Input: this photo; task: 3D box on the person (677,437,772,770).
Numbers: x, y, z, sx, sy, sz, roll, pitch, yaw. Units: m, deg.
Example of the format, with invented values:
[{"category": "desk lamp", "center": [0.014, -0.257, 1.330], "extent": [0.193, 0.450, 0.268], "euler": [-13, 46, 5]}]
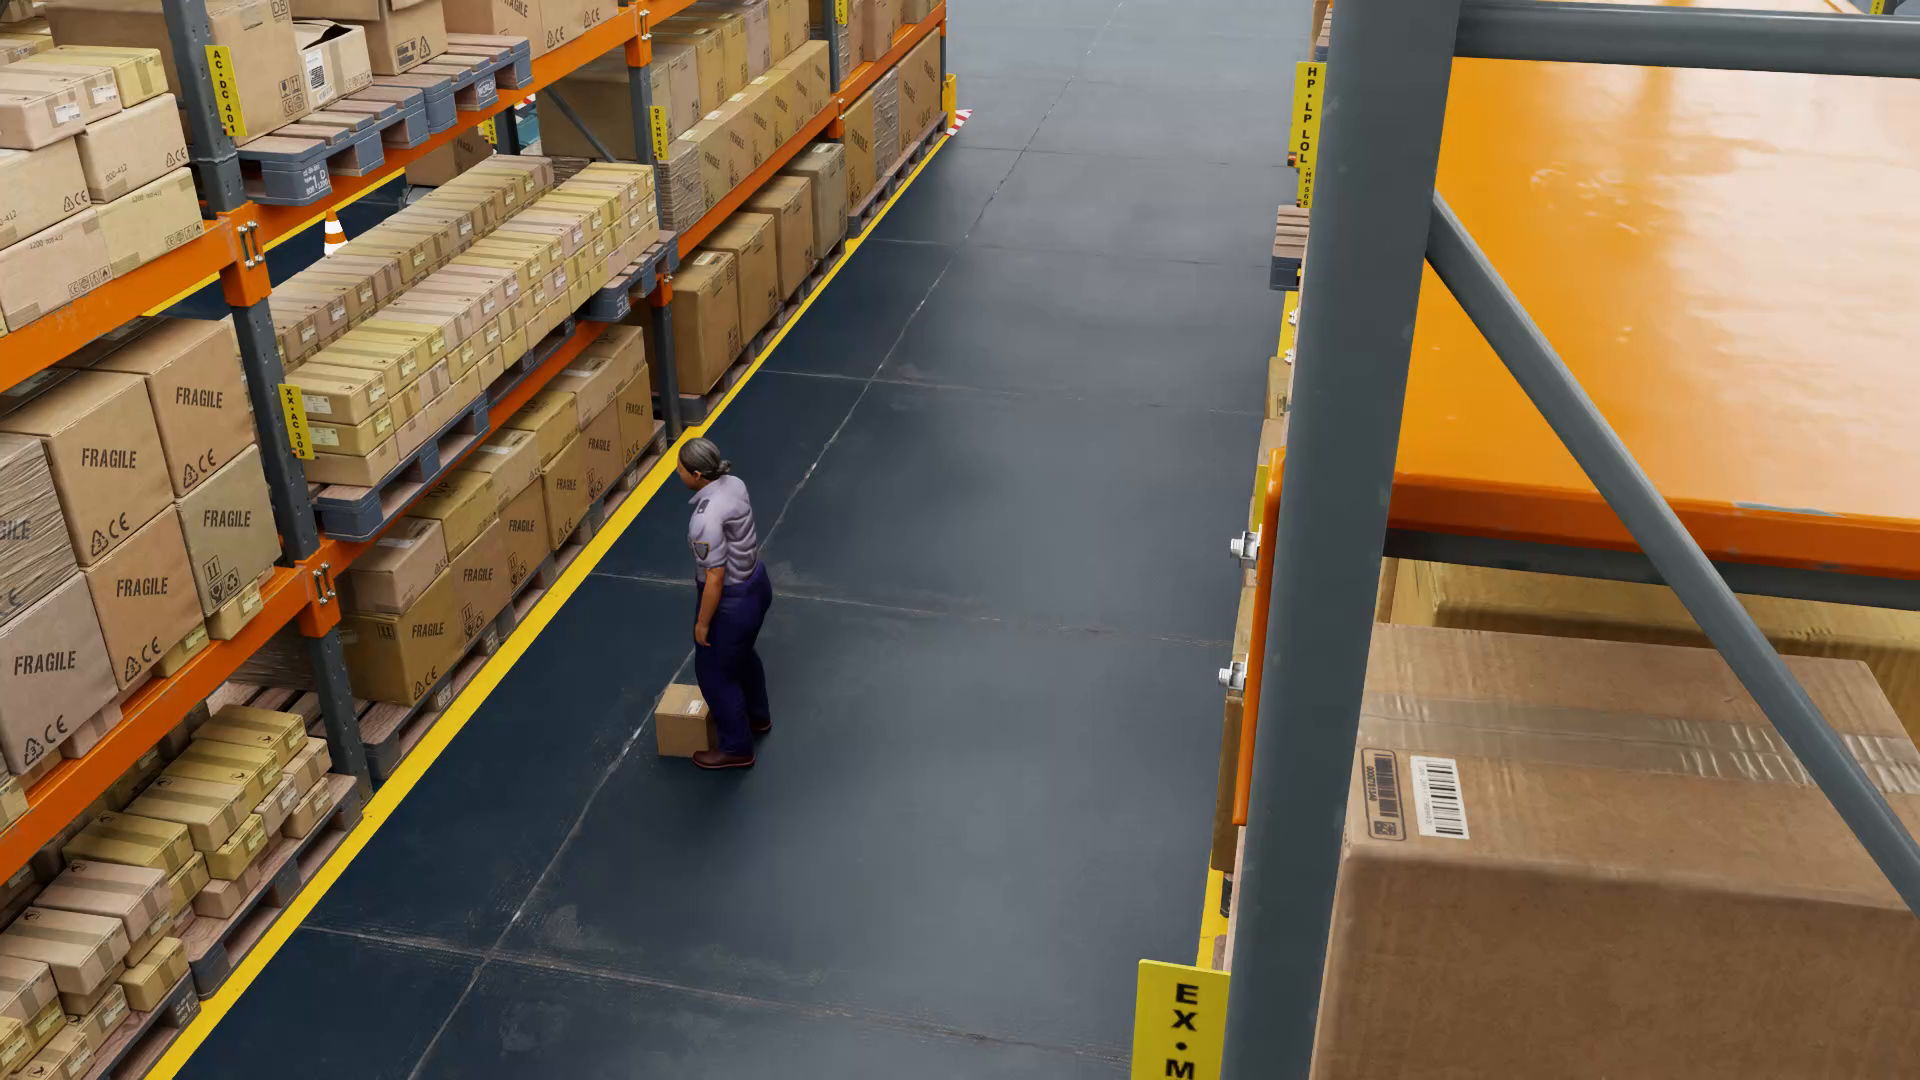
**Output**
[{"category": "person", "center": [-1.068, 0.277, 7.633], "extent": [0.368, 1.652, 0.541], "euler": [6, 30, 11]}]
